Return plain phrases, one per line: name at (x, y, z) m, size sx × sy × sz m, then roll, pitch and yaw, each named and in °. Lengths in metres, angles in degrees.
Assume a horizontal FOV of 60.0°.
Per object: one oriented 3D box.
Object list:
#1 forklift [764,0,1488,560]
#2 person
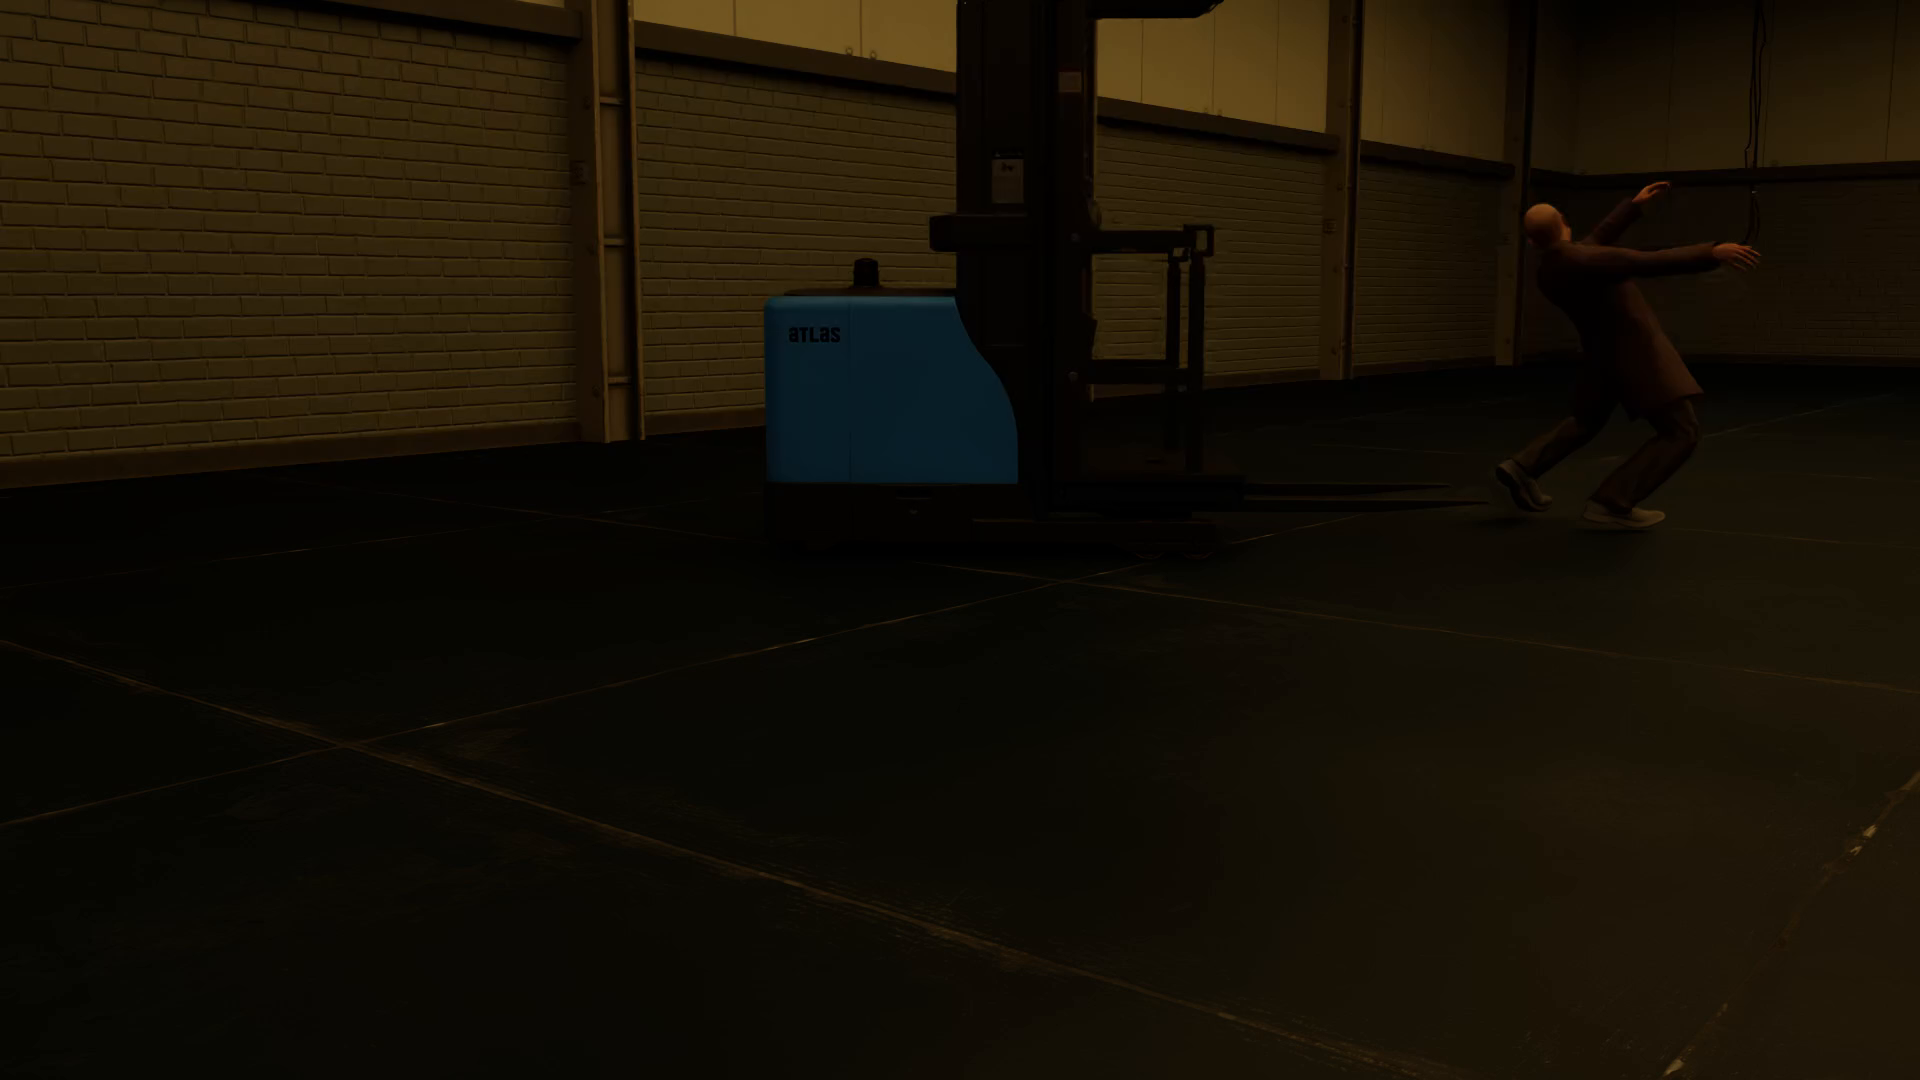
forklift at (0.709, -1.445, 7.157) m, size 3.031 × 2.935 × 1.130 m, roll 0°, pitch 8°, yaw 2°
person at (3.067, -0.845, 7.587) m, size 0.738 × 1.589 × 1.116 m, roll -3°, pitch 9°, yaw -18°
